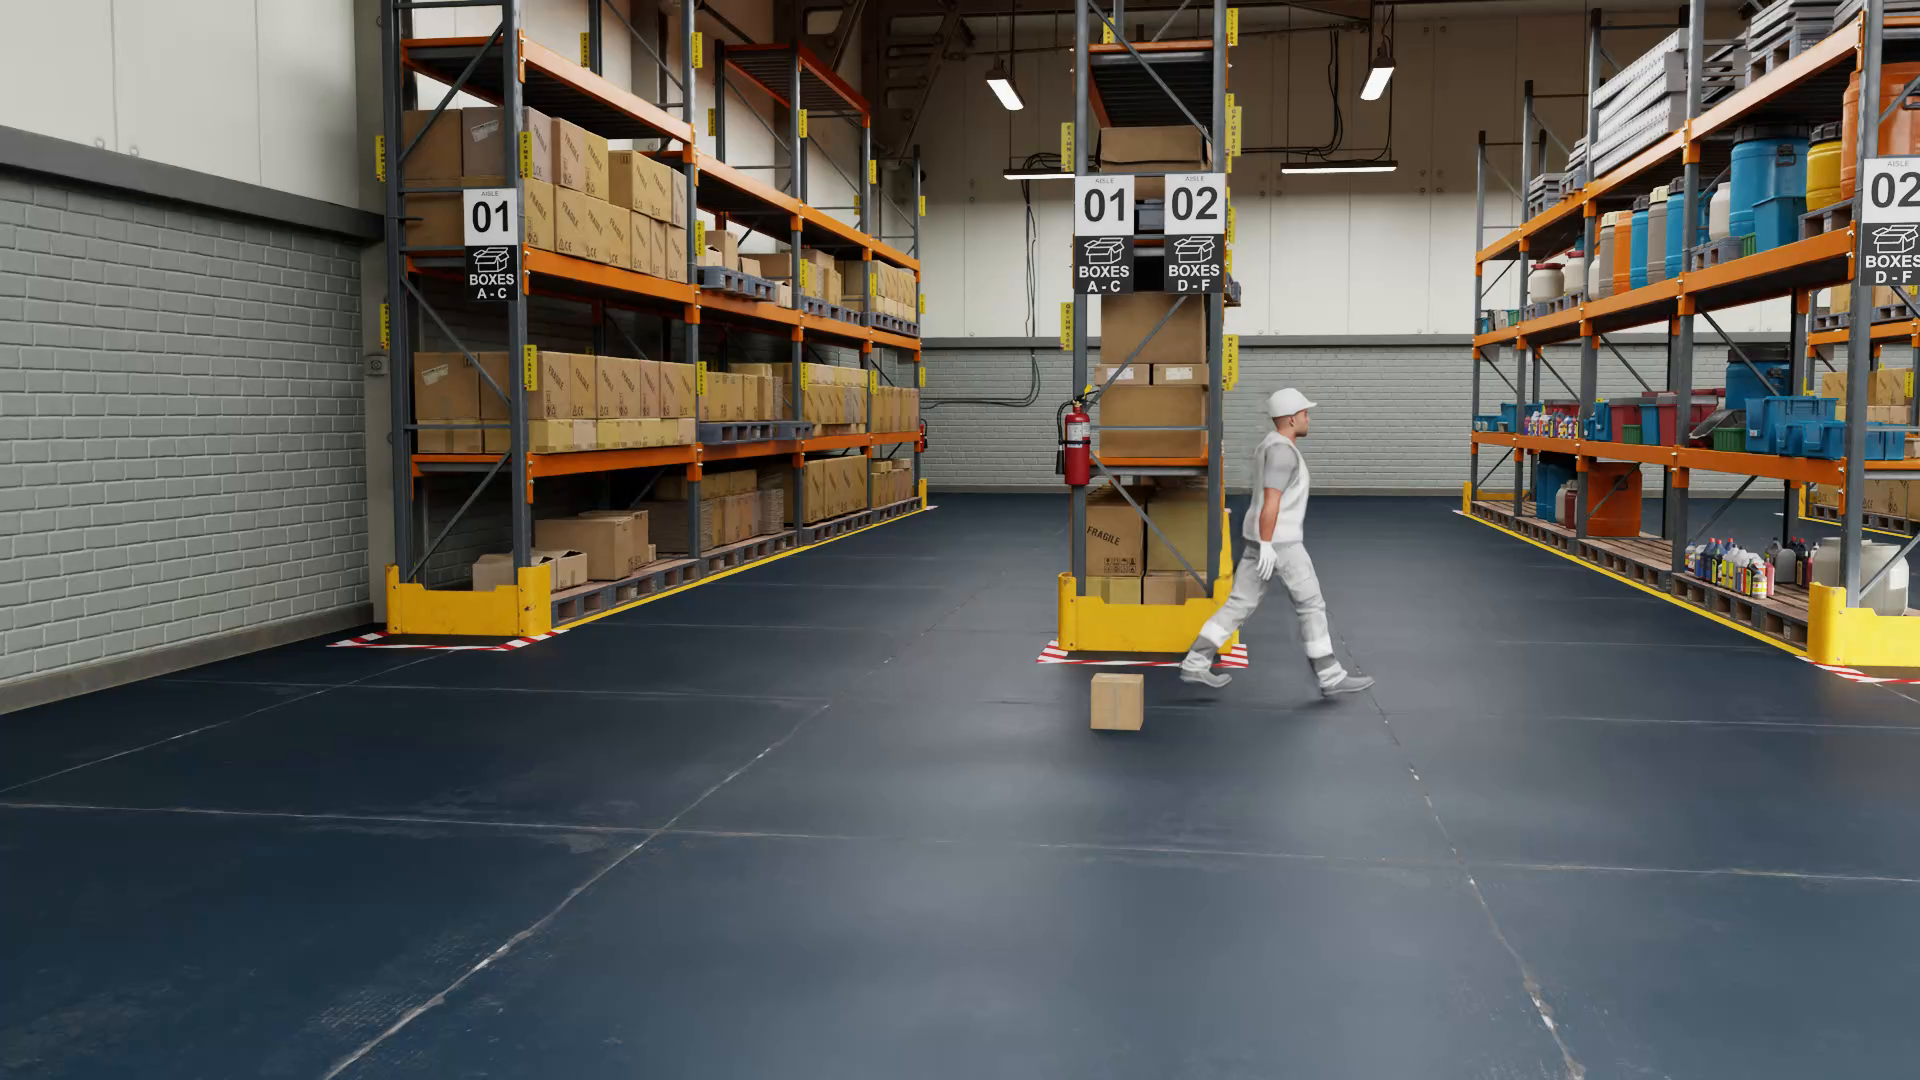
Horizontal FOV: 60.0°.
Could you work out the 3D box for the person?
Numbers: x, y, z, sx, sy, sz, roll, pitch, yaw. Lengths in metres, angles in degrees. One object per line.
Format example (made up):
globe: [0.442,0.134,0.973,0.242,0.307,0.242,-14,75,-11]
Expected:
person: [1.780,0.018,9.345,1.088,1.738,0.575,0,4,-6]
